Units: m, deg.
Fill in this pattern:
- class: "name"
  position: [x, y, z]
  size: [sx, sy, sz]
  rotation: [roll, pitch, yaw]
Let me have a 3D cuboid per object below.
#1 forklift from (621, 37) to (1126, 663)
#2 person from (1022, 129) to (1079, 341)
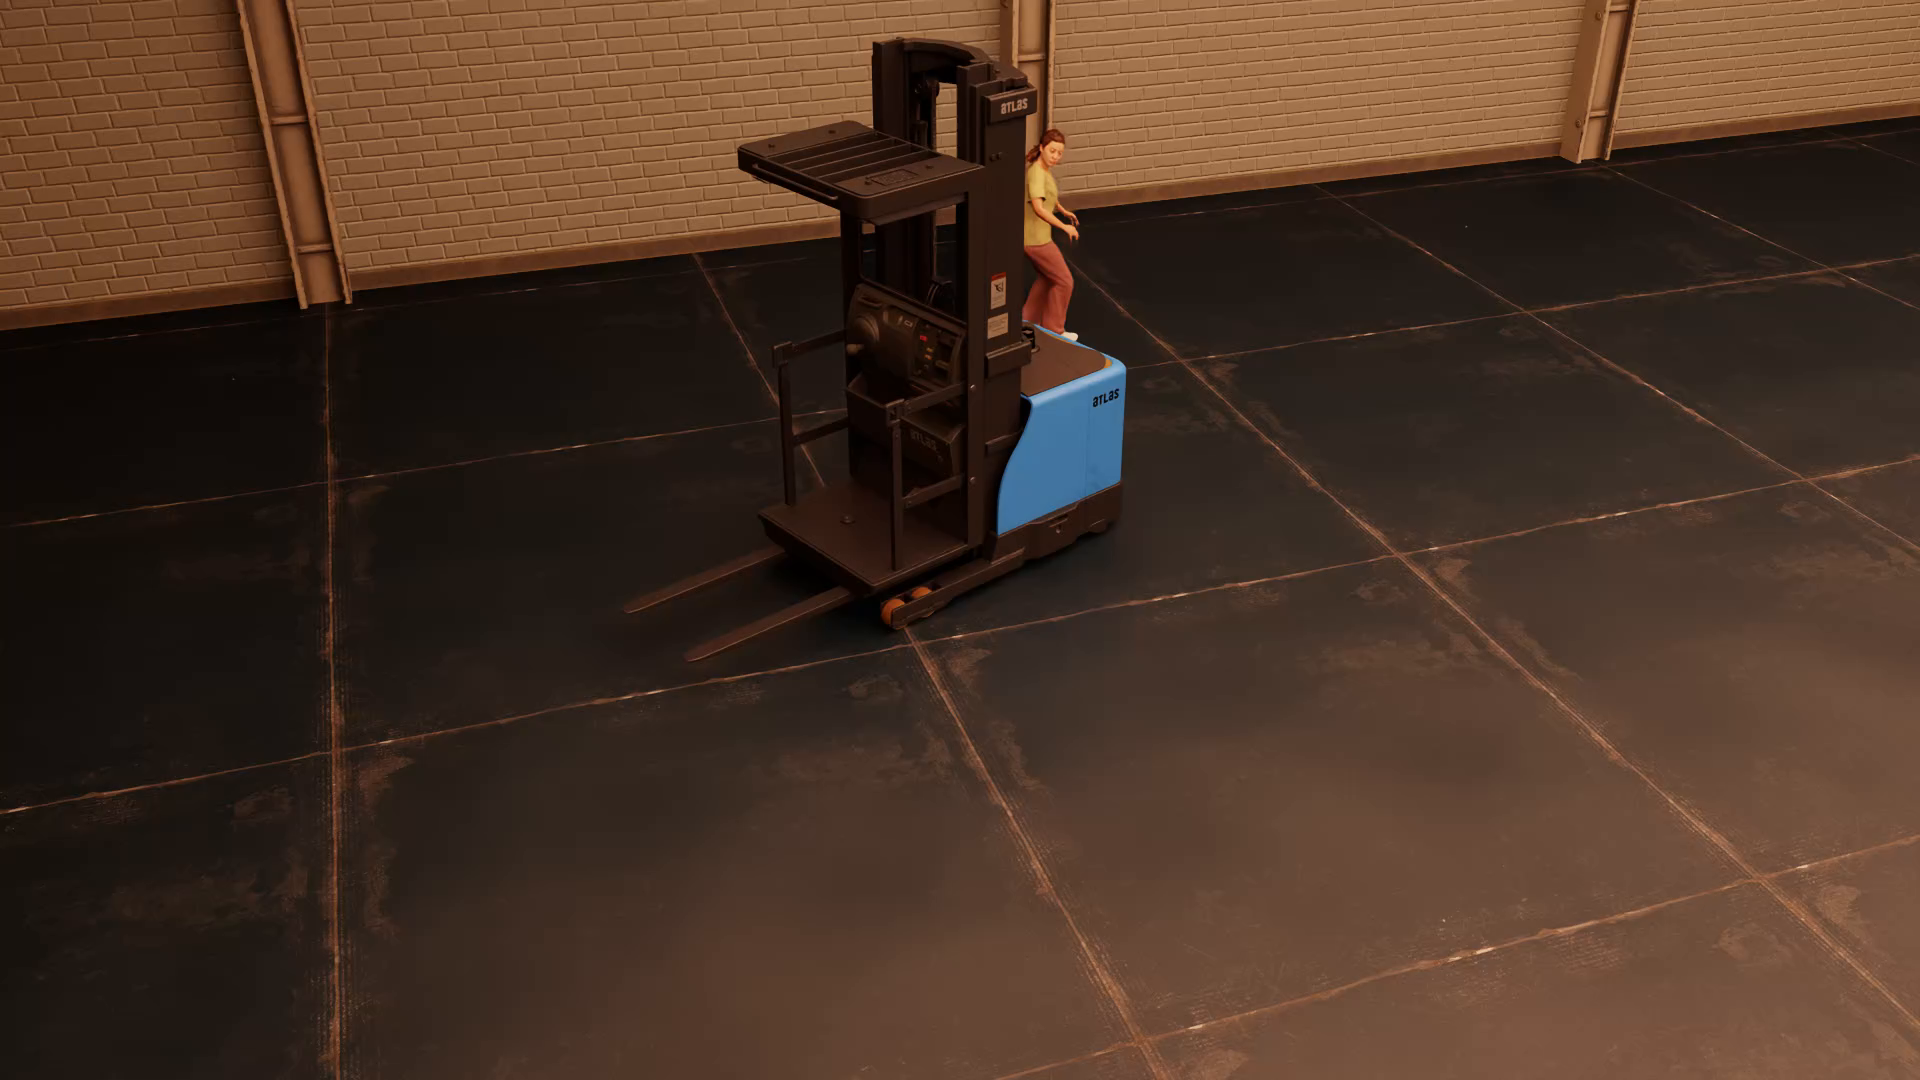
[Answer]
- class: "forklift"
  position: [-0.461, -1.072, 8.951]
  size: [3.031, 2.935, 1.130]
  rotation: [-23, 37, -34]
- class: "person"
  position: [0.670, -2.231, 12.326]
  size: [0.518, 1.621, 0.693]
  rotation: [-3, 30, -5]
